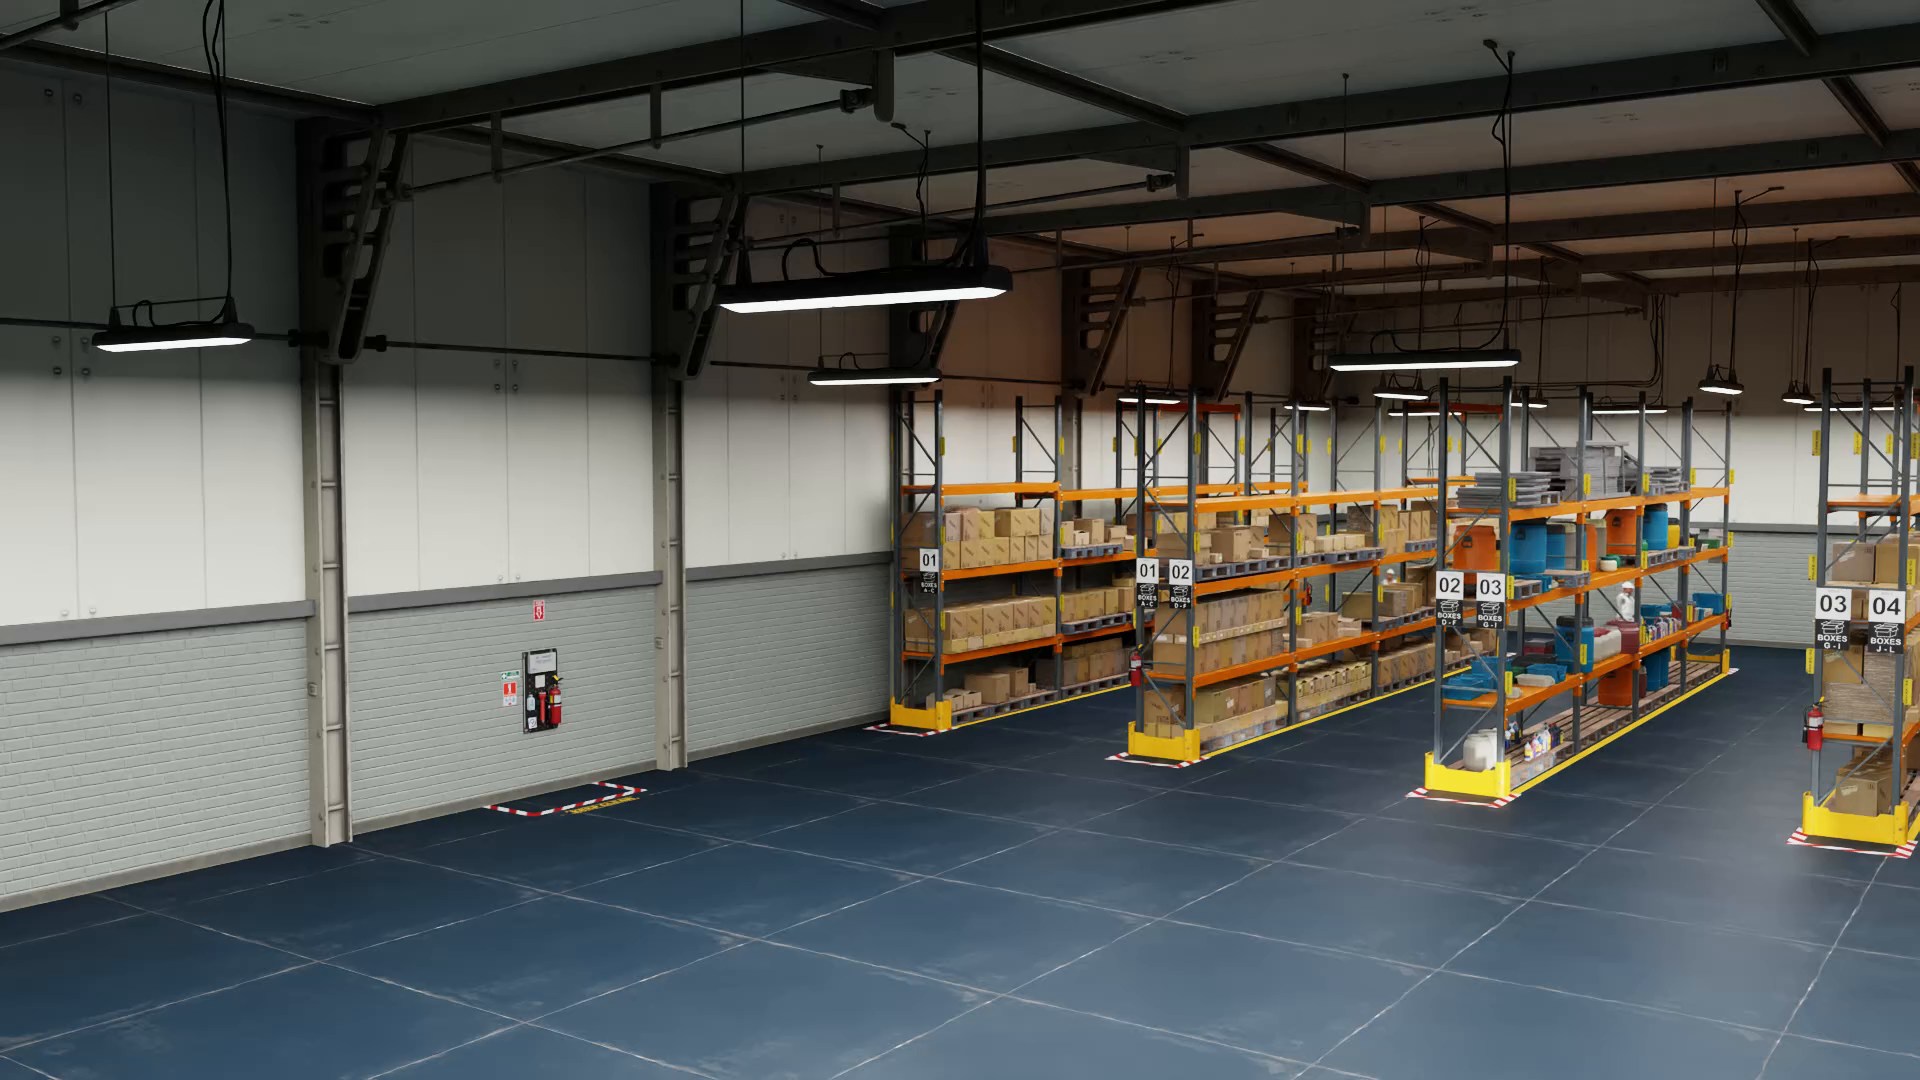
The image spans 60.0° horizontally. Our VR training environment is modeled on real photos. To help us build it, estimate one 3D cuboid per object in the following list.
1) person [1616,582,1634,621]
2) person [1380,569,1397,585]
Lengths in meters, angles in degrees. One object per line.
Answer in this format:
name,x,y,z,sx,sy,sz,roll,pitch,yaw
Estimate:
person,15.856,1.873,39.701,0.583,1.766,0.592,-2,4,-32
person,11.385,1.644,44.144,0.617,1.735,1.108,2,4,32
